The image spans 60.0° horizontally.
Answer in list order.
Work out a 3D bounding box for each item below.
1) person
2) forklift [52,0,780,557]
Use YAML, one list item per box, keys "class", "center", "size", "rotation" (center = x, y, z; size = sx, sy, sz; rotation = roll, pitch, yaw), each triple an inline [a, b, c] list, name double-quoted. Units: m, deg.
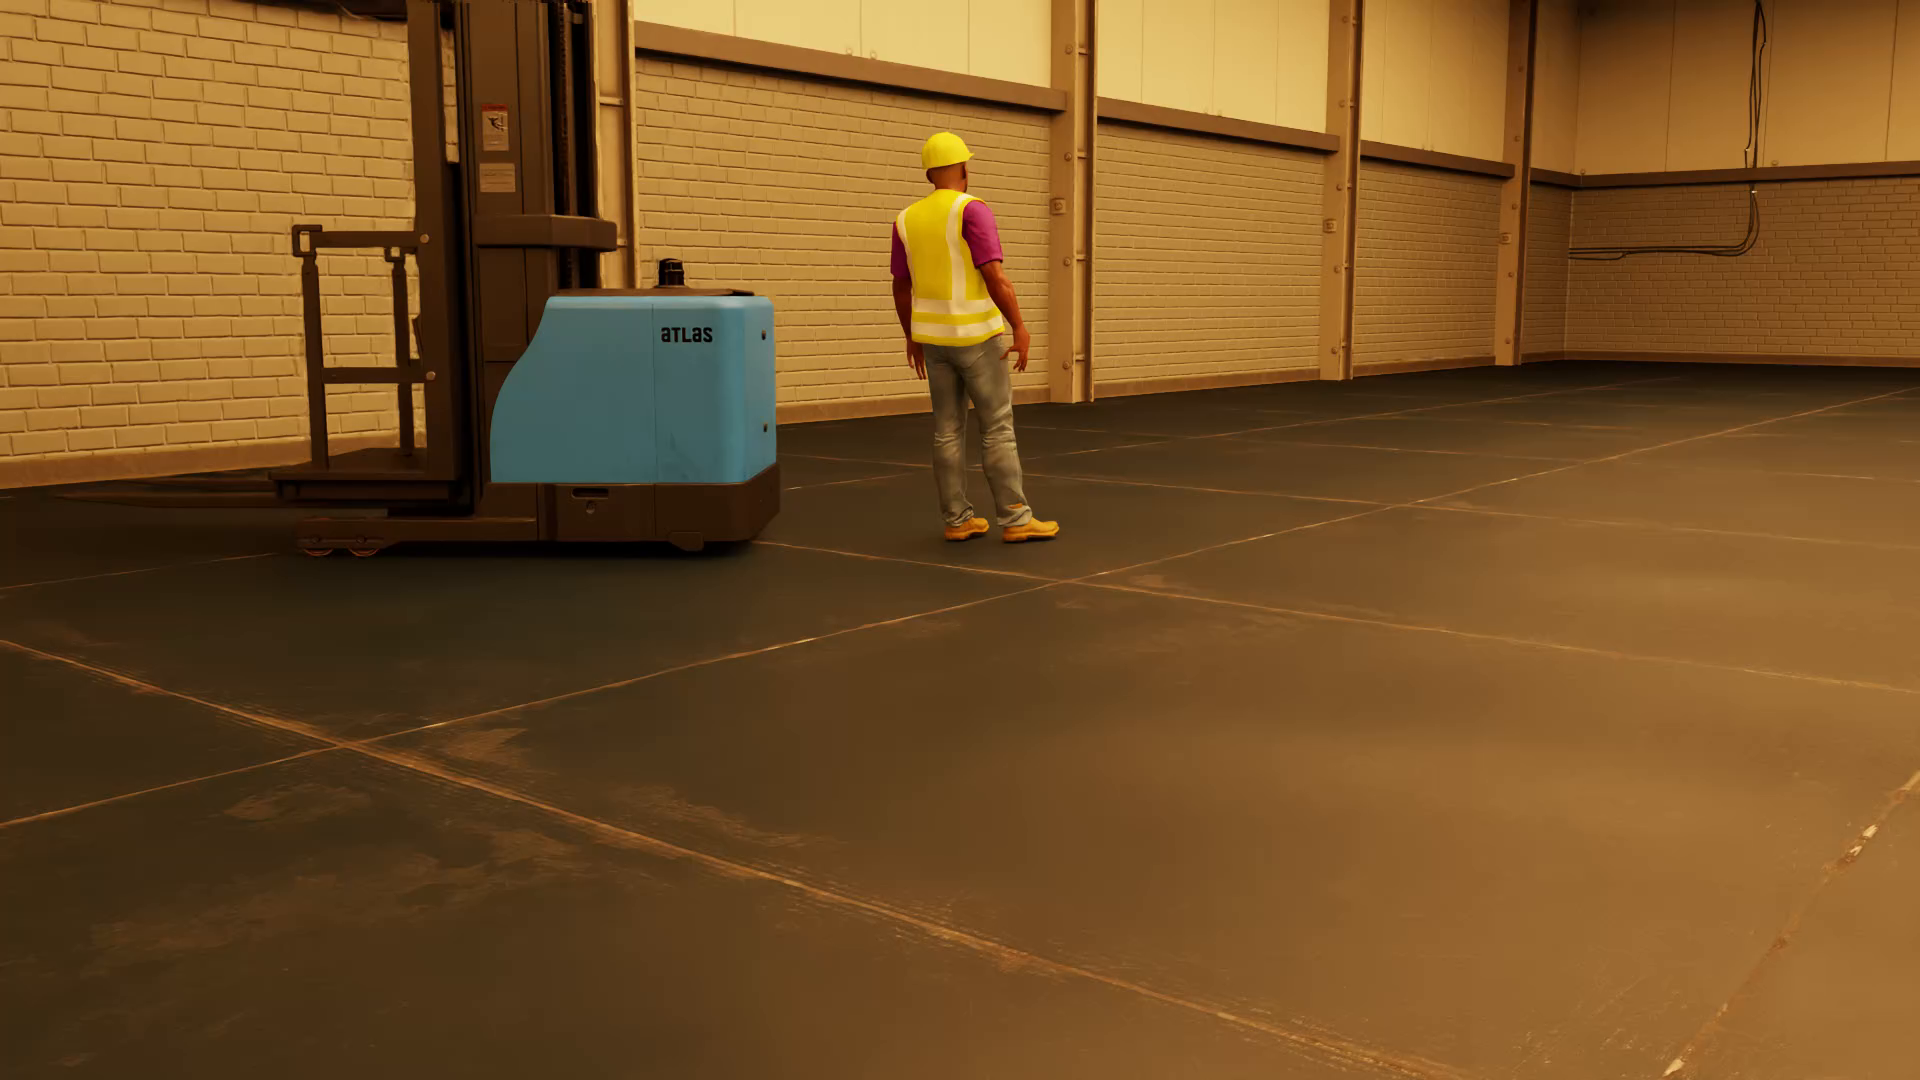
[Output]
- class: "person"
  center: [0.049, -0.888, 7.326]
  size: [0.665, 1.766, 0.576]
  rotation: [7, 11, 38]
- class: "forklift"
  center: [-2.372, -1.455, 7.228]
  size: [3.031, 2.935, 1.130]
  rotation: [0, 8, 2]
